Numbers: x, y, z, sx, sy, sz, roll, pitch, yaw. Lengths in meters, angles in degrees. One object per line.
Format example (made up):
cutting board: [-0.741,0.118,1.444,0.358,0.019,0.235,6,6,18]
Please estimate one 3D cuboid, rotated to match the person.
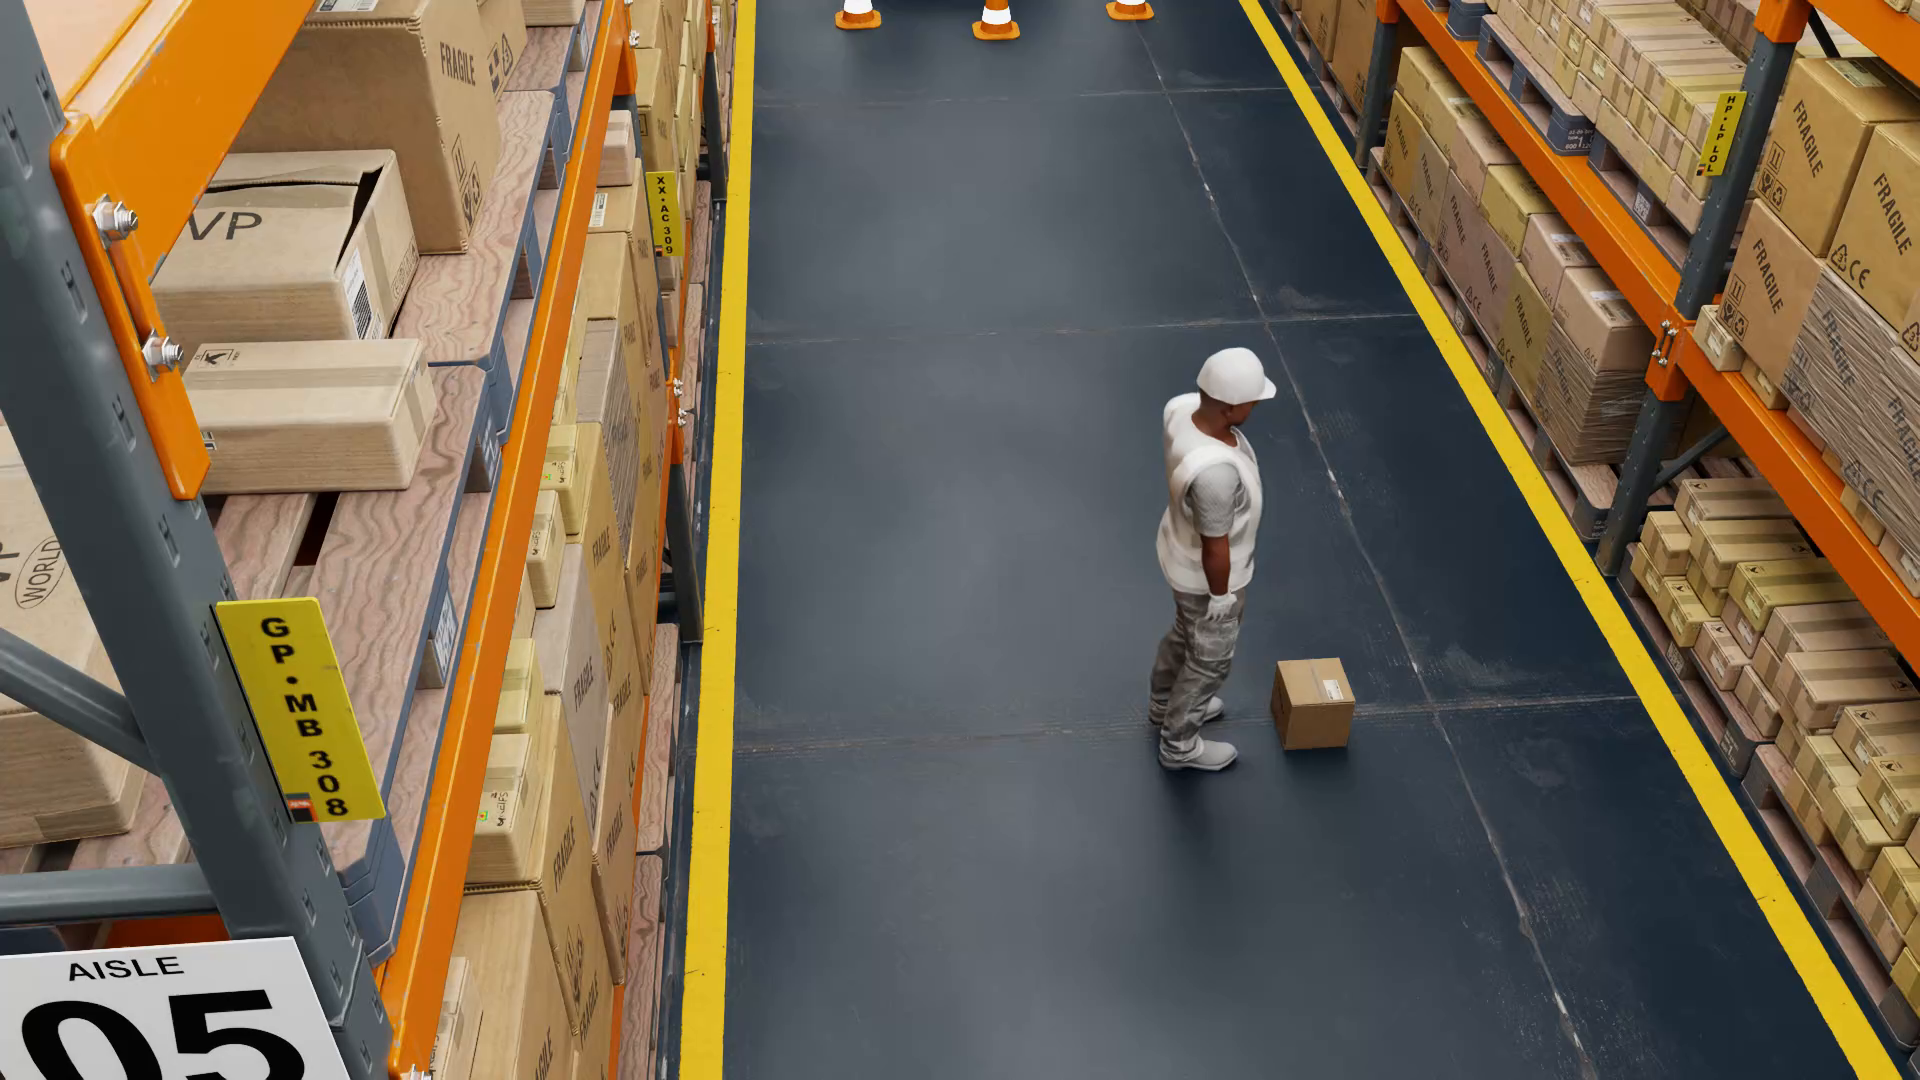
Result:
person: [0.891,0.072,6.053,0.362,1.775,0.549,-2,39,-3]
